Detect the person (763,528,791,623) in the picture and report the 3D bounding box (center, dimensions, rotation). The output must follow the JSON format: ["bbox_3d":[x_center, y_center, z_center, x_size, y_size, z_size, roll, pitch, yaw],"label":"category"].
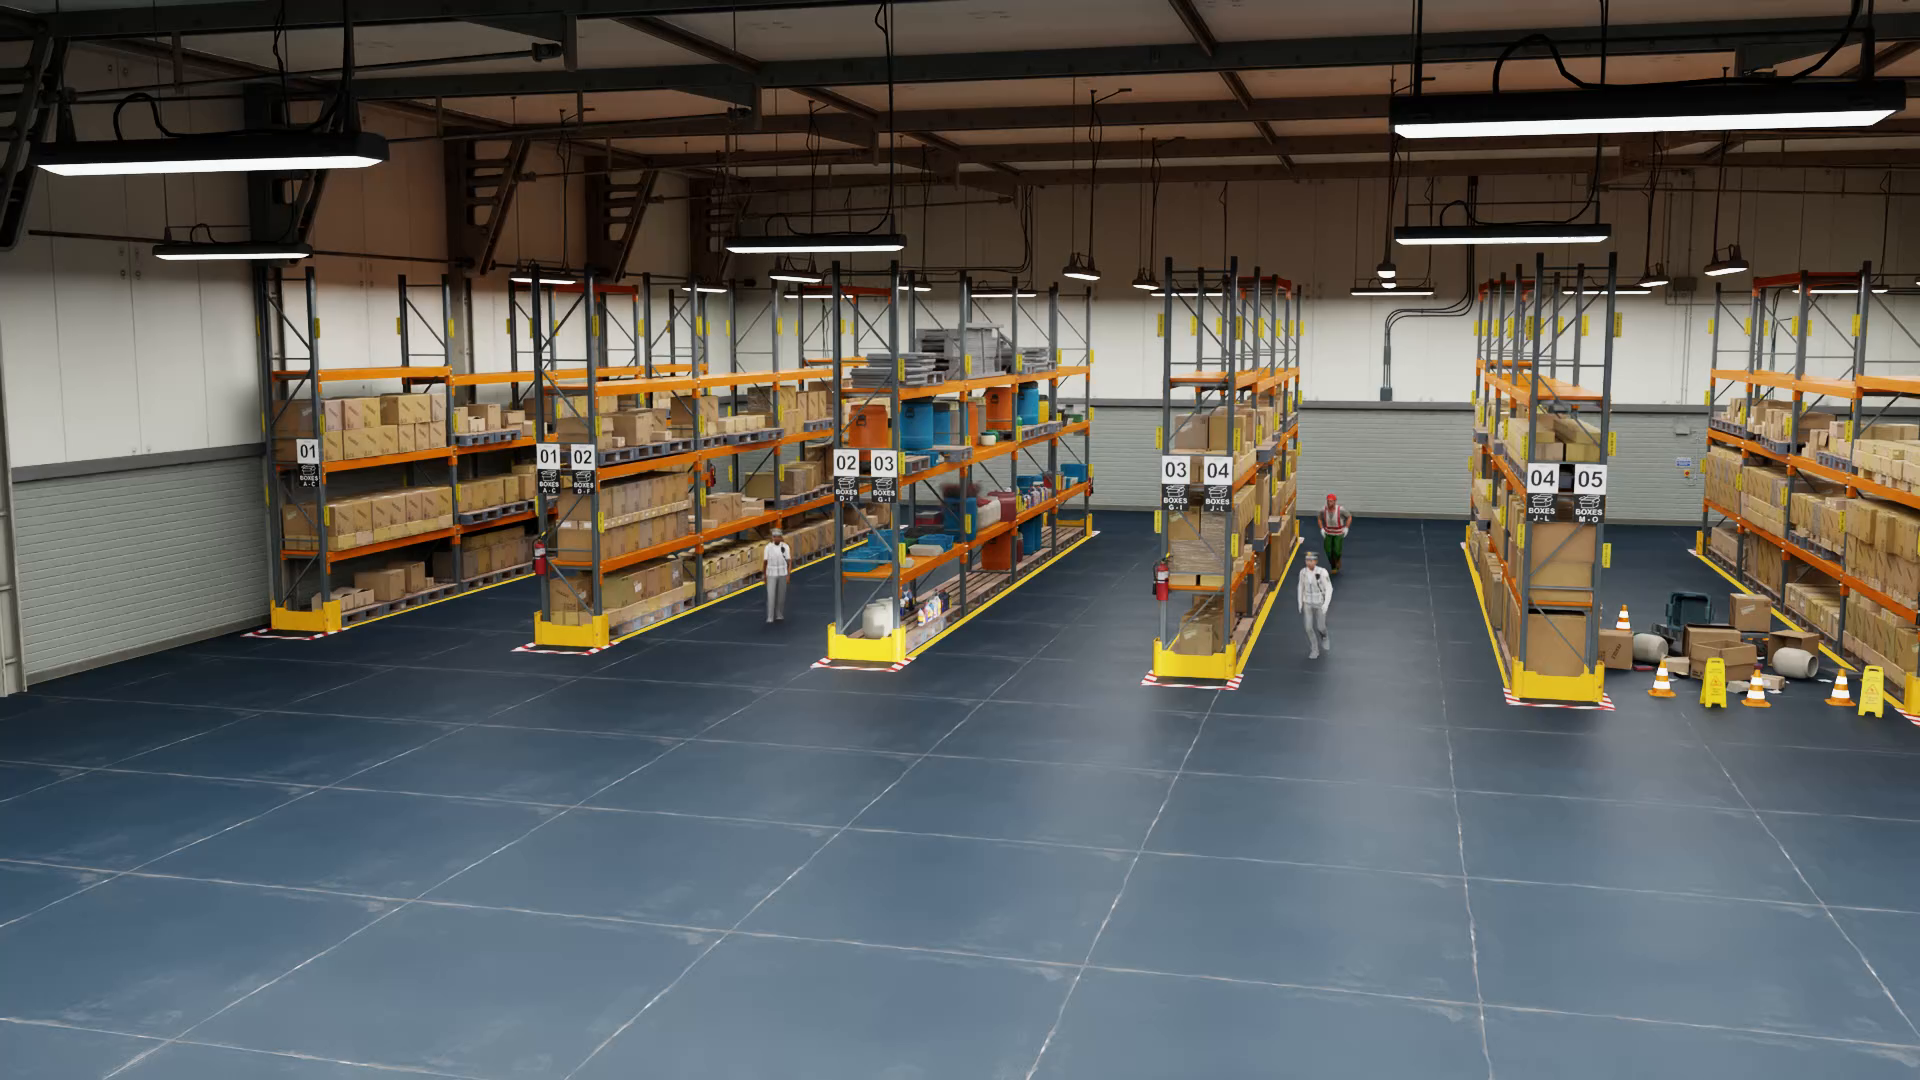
[{"bbox_3d":[-3.104,0.604,28.186,0.498,1.620,1.038,-2,7,-14],"label":"person"}]

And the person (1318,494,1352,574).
[{"bbox_3d":[7.639,-0.155,33.934,0.695,1.618,0.664,3,8,22],"label":"person"}]

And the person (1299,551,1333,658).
[{"bbox_3d":[5.463,0.966,25.515,0.548,1.644,0.607,4,8,29],"label":"person"}]
